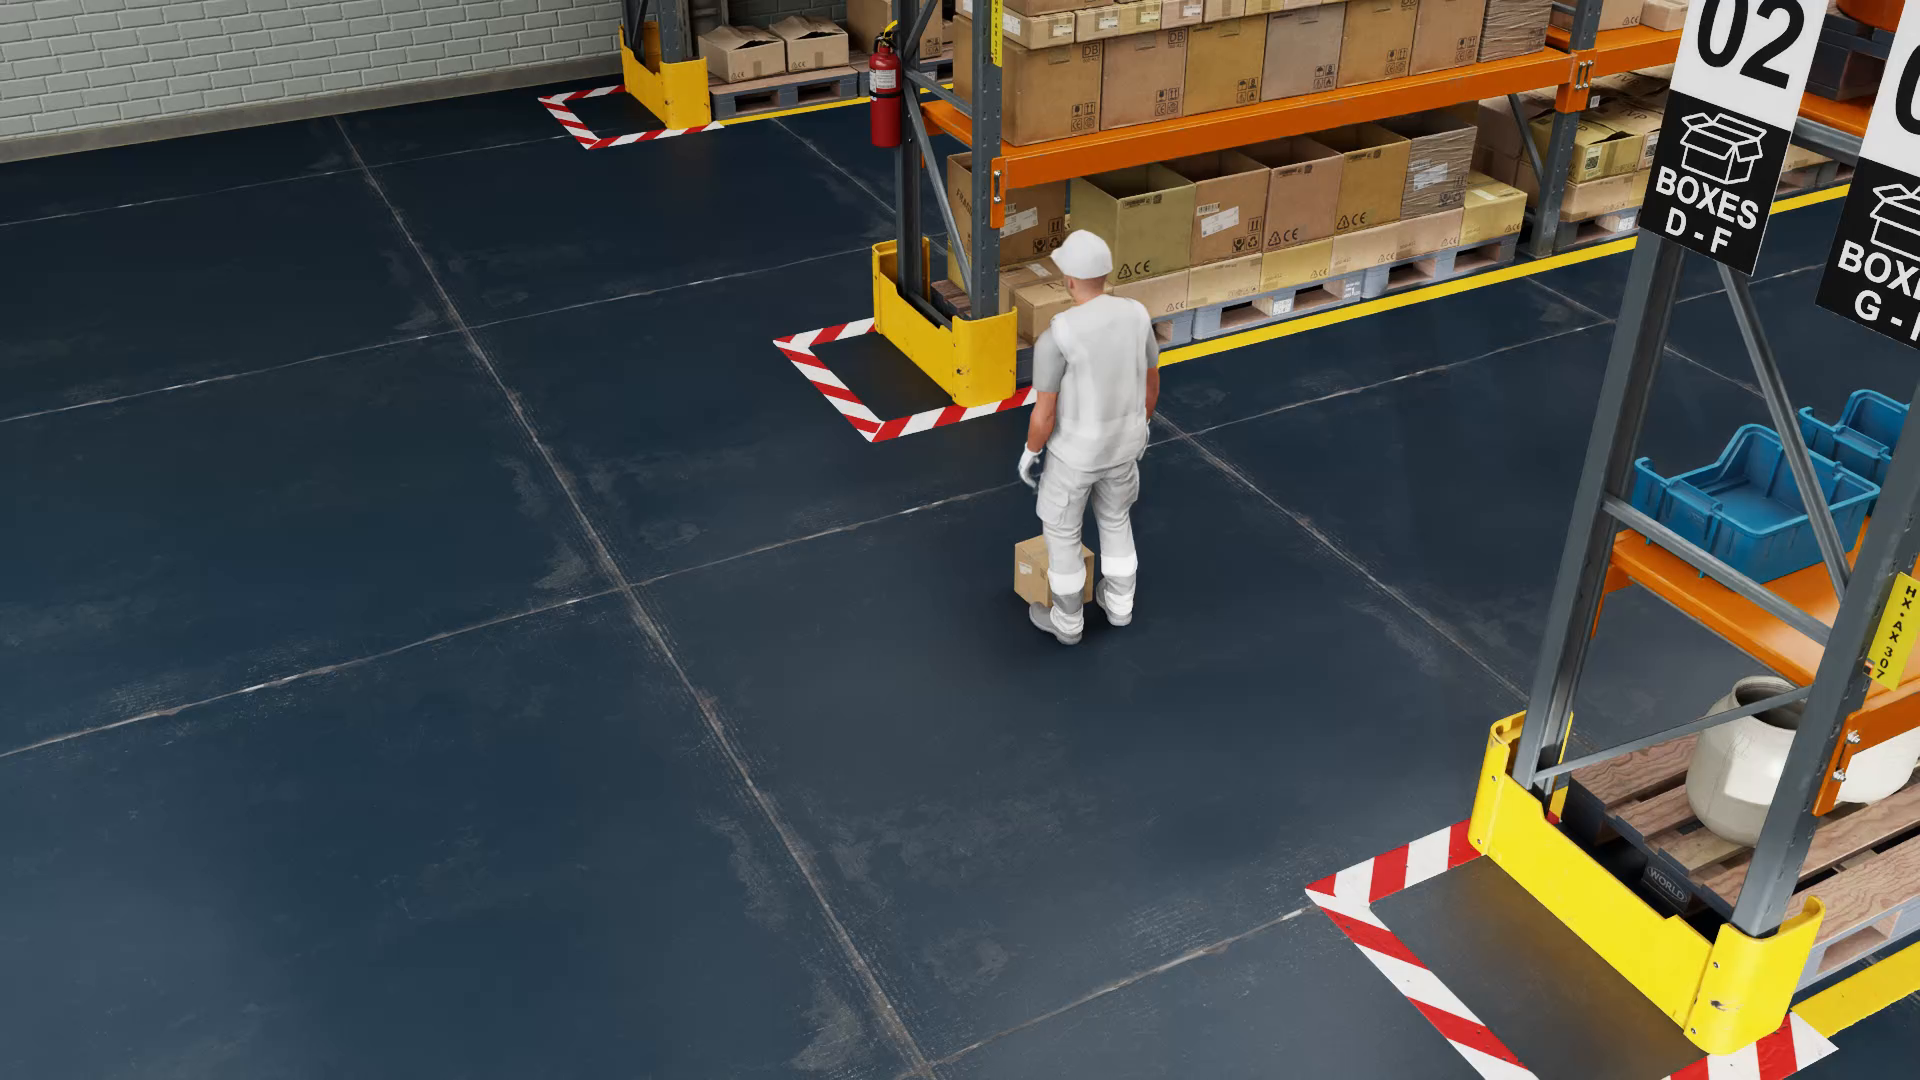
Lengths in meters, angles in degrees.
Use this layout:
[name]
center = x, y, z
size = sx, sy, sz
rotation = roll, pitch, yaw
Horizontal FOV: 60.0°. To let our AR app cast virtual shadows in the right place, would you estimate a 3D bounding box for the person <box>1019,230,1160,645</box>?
[person]
center = 0.521, -0.391, 6.732
size = 0.609, 1.780, 0.448
rotation = -16, 36, -23
